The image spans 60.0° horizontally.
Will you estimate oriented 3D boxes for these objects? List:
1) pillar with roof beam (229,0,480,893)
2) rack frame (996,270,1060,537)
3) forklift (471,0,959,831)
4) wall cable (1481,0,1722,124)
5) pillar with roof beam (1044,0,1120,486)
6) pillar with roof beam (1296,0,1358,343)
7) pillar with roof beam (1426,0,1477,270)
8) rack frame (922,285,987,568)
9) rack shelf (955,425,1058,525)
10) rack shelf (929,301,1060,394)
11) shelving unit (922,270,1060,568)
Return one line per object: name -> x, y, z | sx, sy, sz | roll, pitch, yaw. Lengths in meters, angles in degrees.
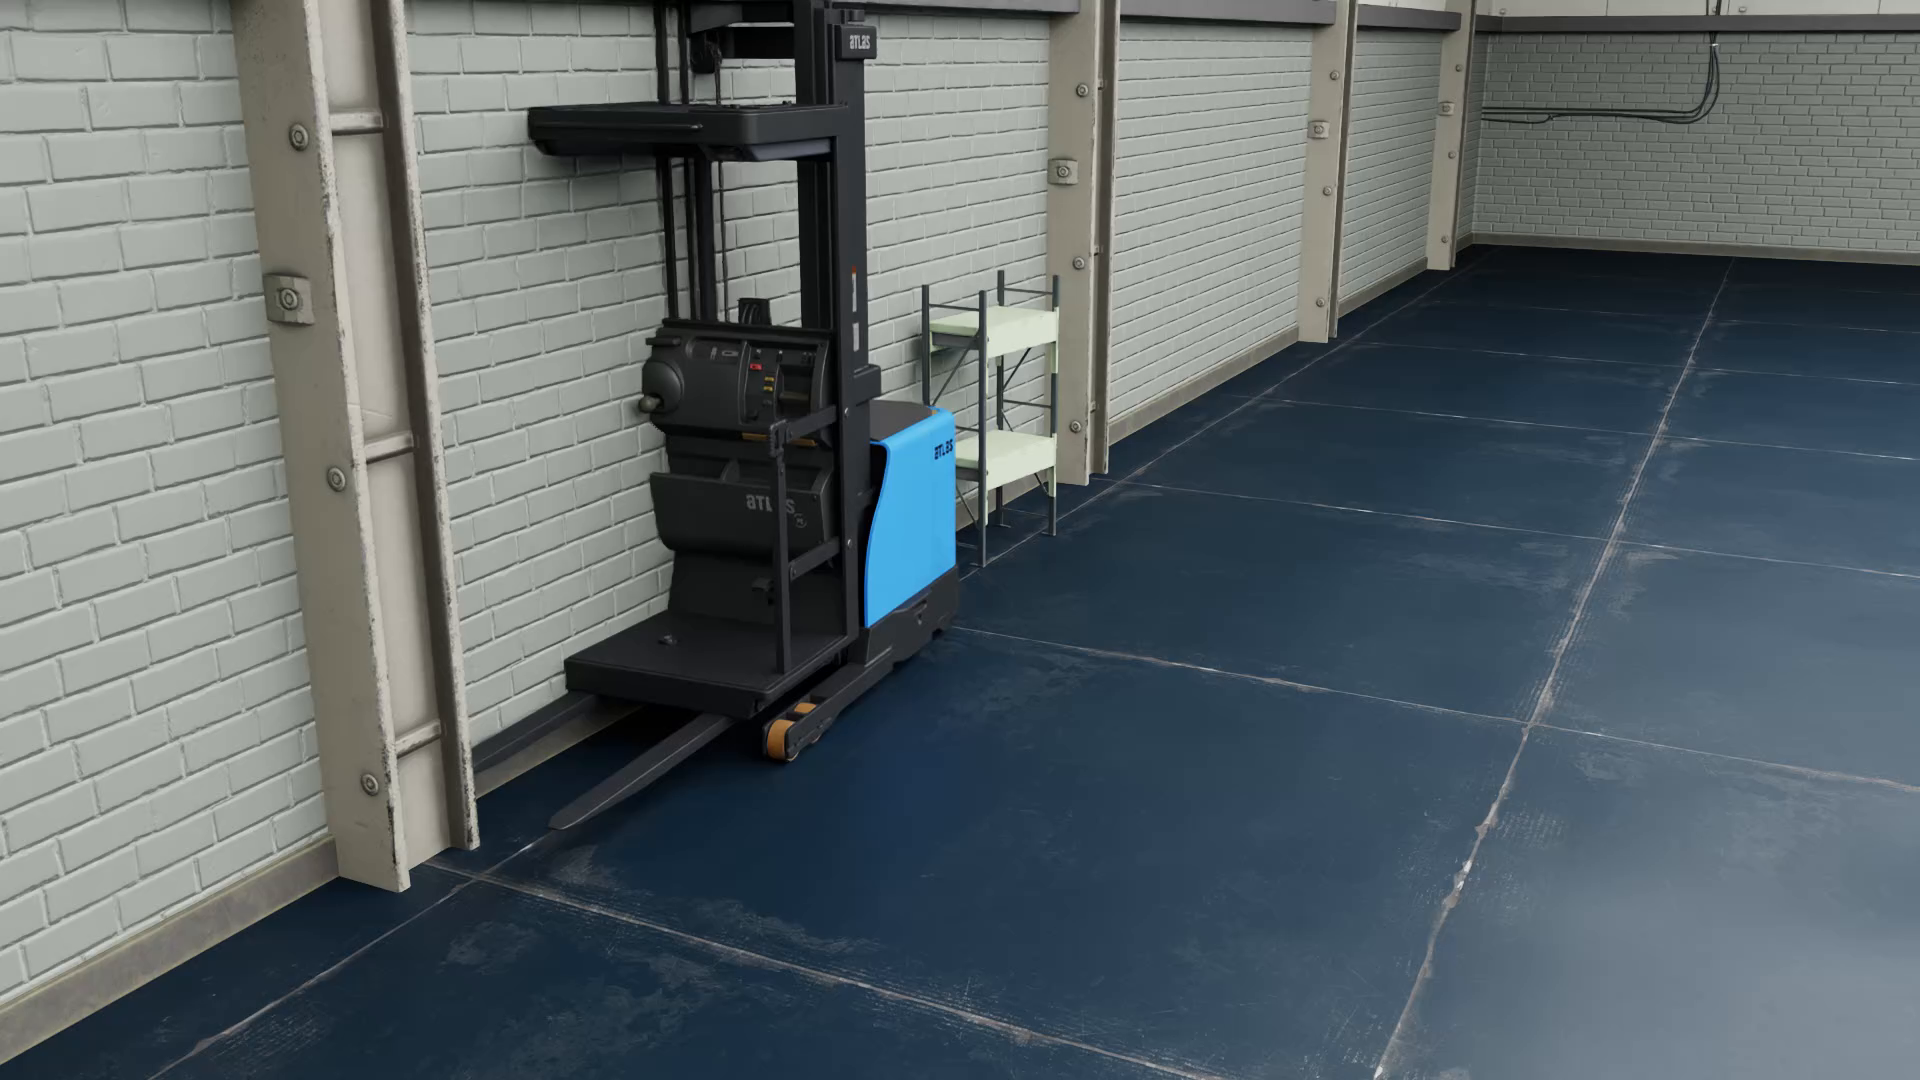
pillar with roof beam -> 1.929, -2.657, 2.665 | 9.100, 9.000, 0.400 | 8, 18, 25
rack frame -> 0.382, -0.774, 9.495 | 0.400, 1.500, 0.023 | 11, 20, 33
forklift -> -1.043, -0.666, 6.618 | 1.130, 2.935, 3.031 | 7, 18, 22
wall cable -> 8.620, -6.883, 22.347 | 3.097, 2.526, 0.112 | 8, 18, 25
pillar with roof beam -> 4.610, -4.185, 7.810 | 9.100, 9.000, 0.400 | 8, 18, 25
pillar with roof beam -> 7.291, -5.713, 12.956 | 9.100, 9.000, 0.400 | 8, 18, 25
pillar with roof beam -> 9.972, -7.242, 18.101 | 9.100, 9.000, 0.400 | 8, 18, 25
rack frame -> -0.032, -0.602, 8.916 | 0.400, 1.500, 0.023 | 11, 20, 33
rack shelf -> 0.175, -0.375, 9.298 | 0.431, 0.370, 0.720 | 11, 20, 33
rack shelf -> 0.175, -1.062, 9.094 | 0.431, 0.370, 0.720 | 11, 20, 33
shelving unit -> 0.175, -0.688, 9.205 | 0.431, 1.500, 0.755 | 11, 20, 33
